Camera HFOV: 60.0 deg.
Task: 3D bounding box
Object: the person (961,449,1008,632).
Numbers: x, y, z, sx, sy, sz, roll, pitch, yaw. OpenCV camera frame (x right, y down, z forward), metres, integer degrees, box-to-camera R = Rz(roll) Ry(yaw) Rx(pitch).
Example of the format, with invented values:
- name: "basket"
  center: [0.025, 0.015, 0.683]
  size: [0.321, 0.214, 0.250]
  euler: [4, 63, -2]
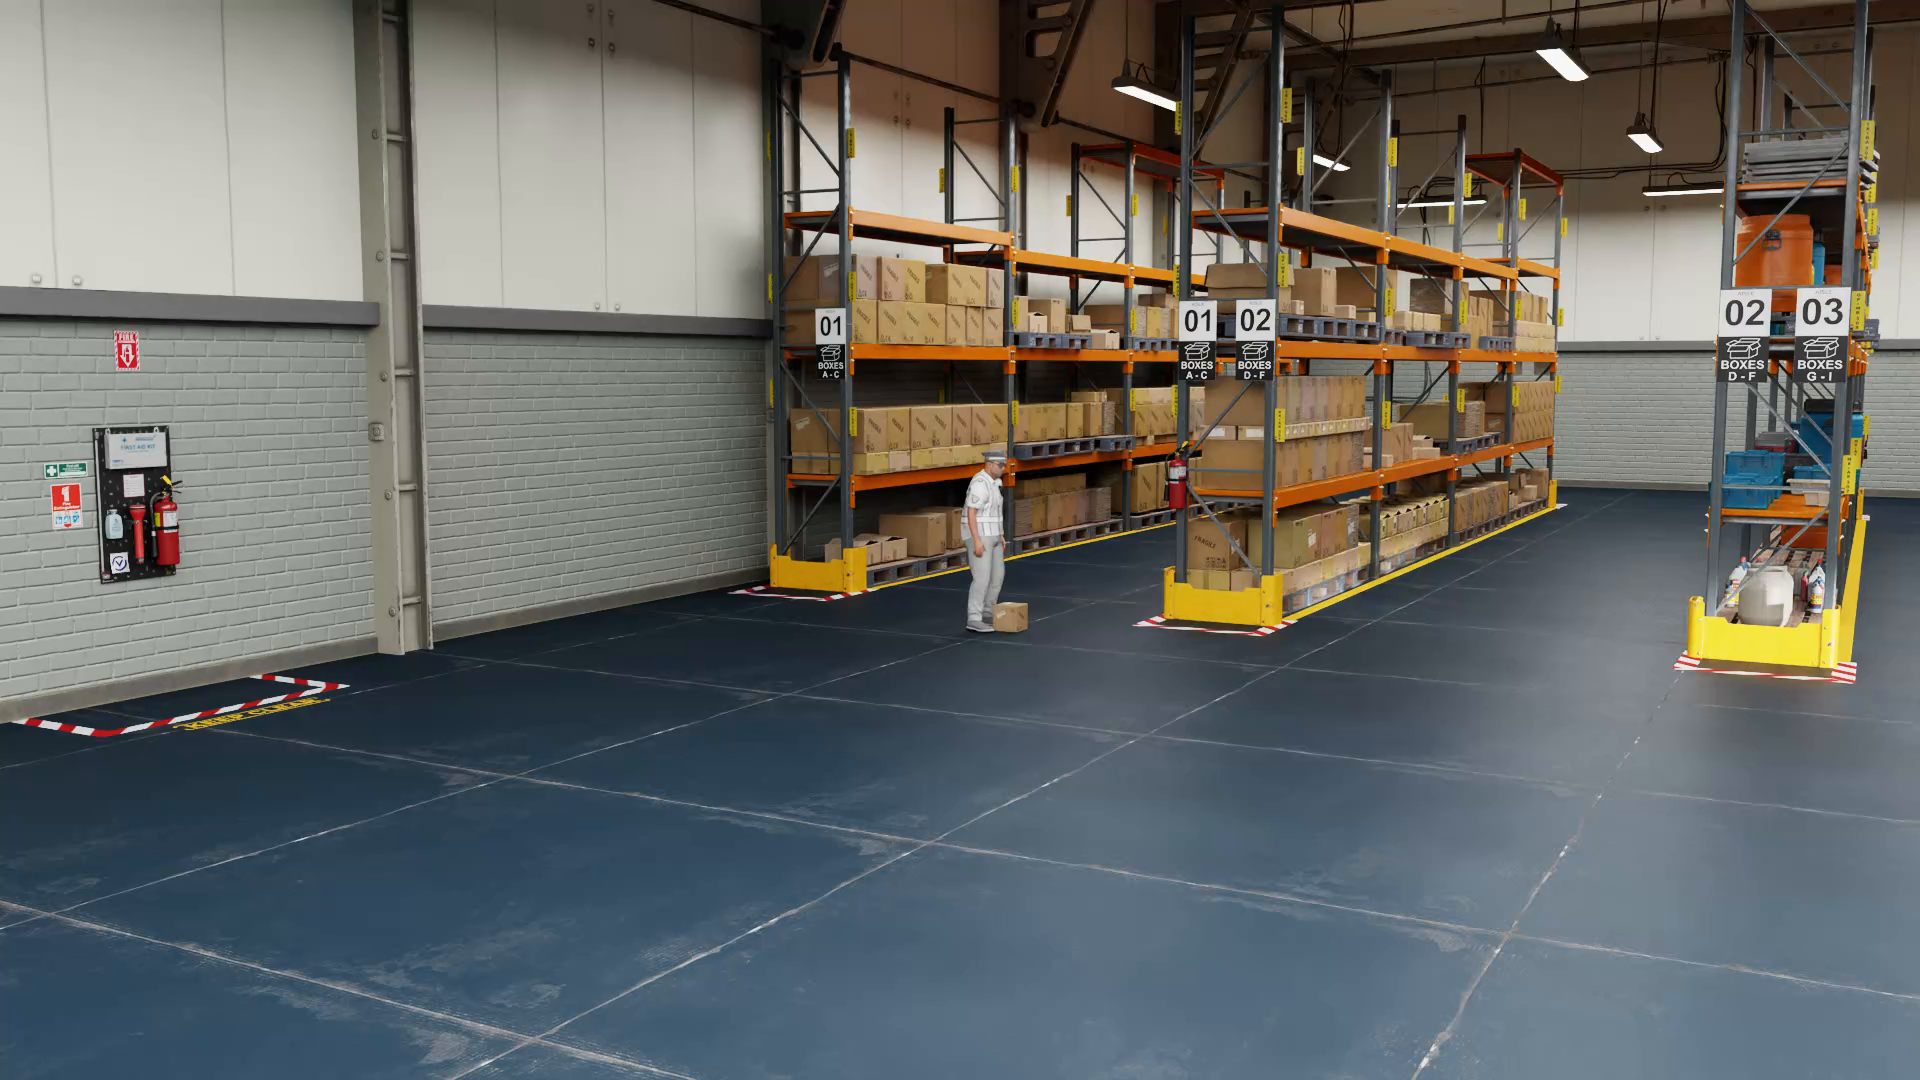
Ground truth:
- name: "person"
  center: [0.249, -0.010, 16.191]
  size: [0.435, 1.748, 0.590]
  euler: [3, 7, 28]
